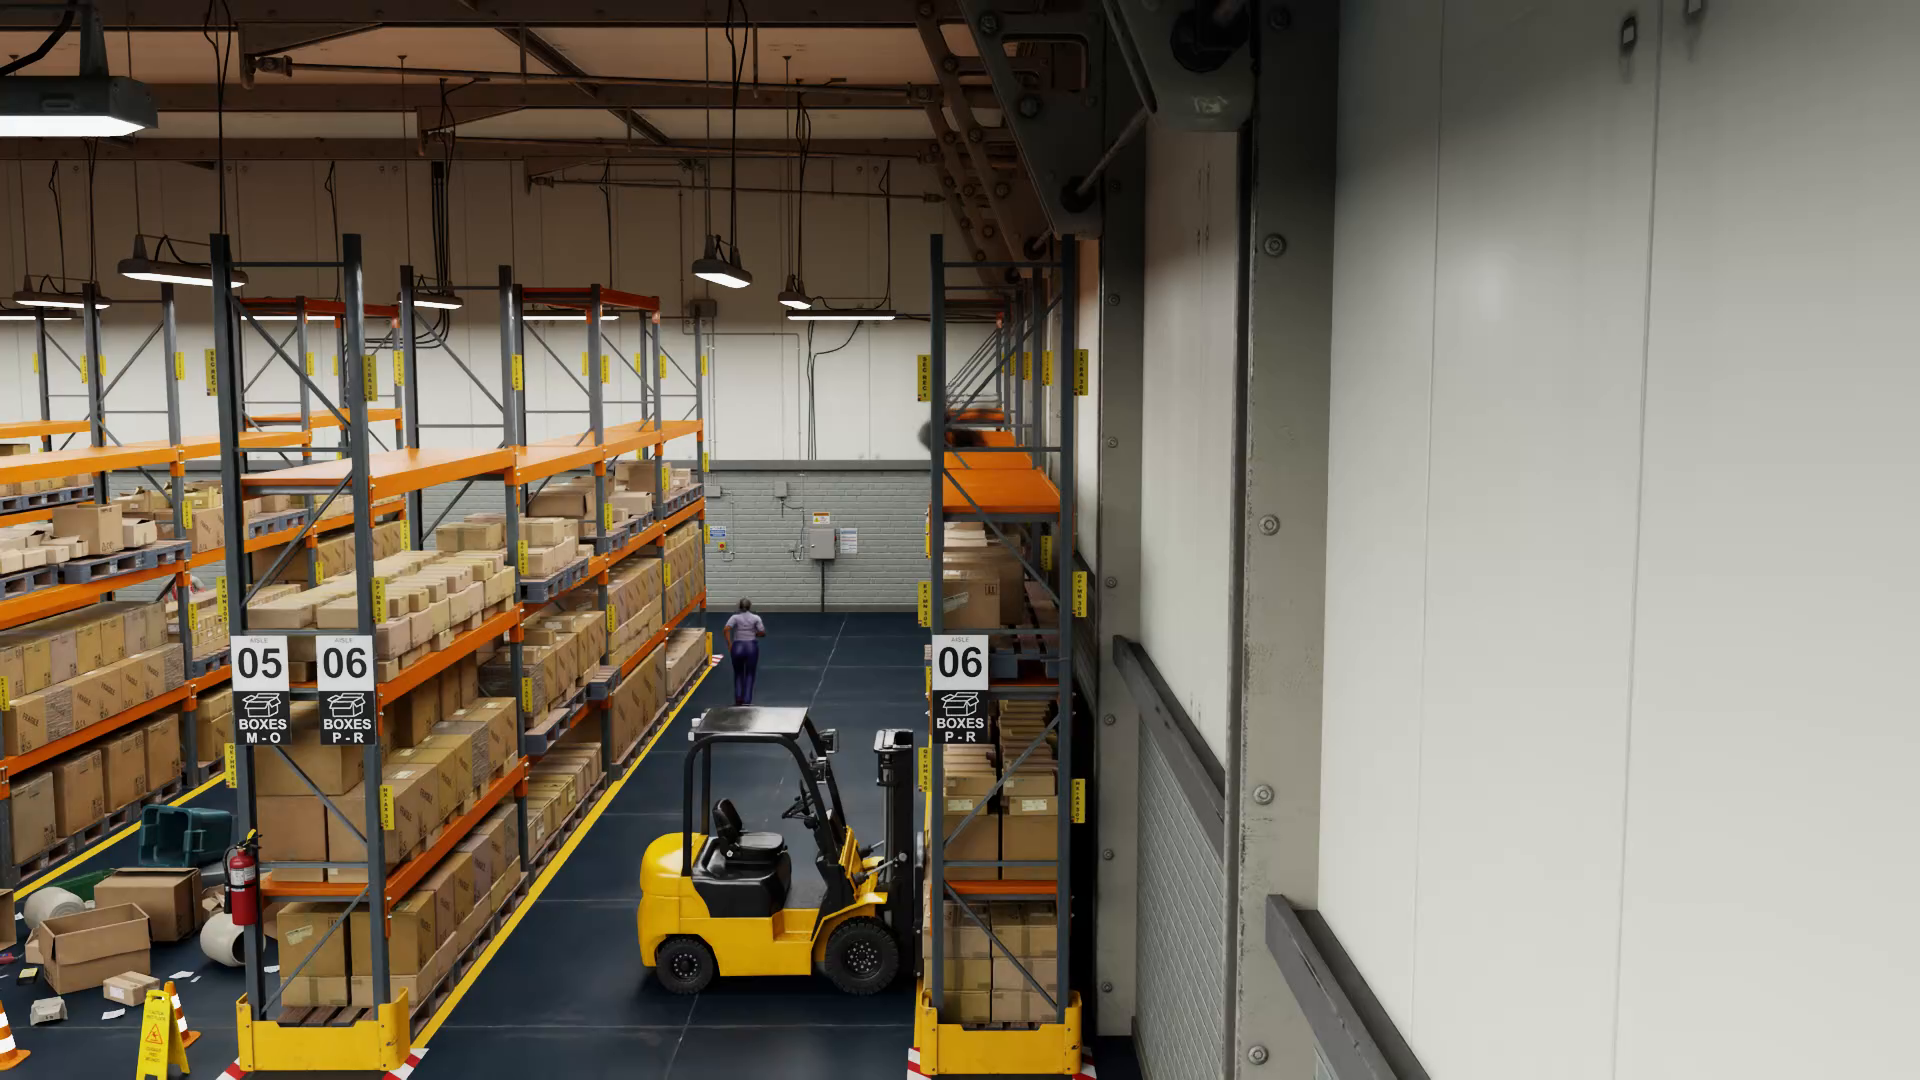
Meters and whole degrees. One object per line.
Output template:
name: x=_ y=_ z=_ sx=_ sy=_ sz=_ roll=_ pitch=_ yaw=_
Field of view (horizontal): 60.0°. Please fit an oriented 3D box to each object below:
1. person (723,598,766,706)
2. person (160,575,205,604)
person: x=-3.129 y=1.685 z=24.268 sx=0.589 sy=1.694 sz=0.735 roll=0 pitch=6 yaw=0
person: x=-12.956 y=1.228 z=27.802 sx=0.660 sy=1.803 sz=0.743 roll=-5 pitch=8 yaw=-36
